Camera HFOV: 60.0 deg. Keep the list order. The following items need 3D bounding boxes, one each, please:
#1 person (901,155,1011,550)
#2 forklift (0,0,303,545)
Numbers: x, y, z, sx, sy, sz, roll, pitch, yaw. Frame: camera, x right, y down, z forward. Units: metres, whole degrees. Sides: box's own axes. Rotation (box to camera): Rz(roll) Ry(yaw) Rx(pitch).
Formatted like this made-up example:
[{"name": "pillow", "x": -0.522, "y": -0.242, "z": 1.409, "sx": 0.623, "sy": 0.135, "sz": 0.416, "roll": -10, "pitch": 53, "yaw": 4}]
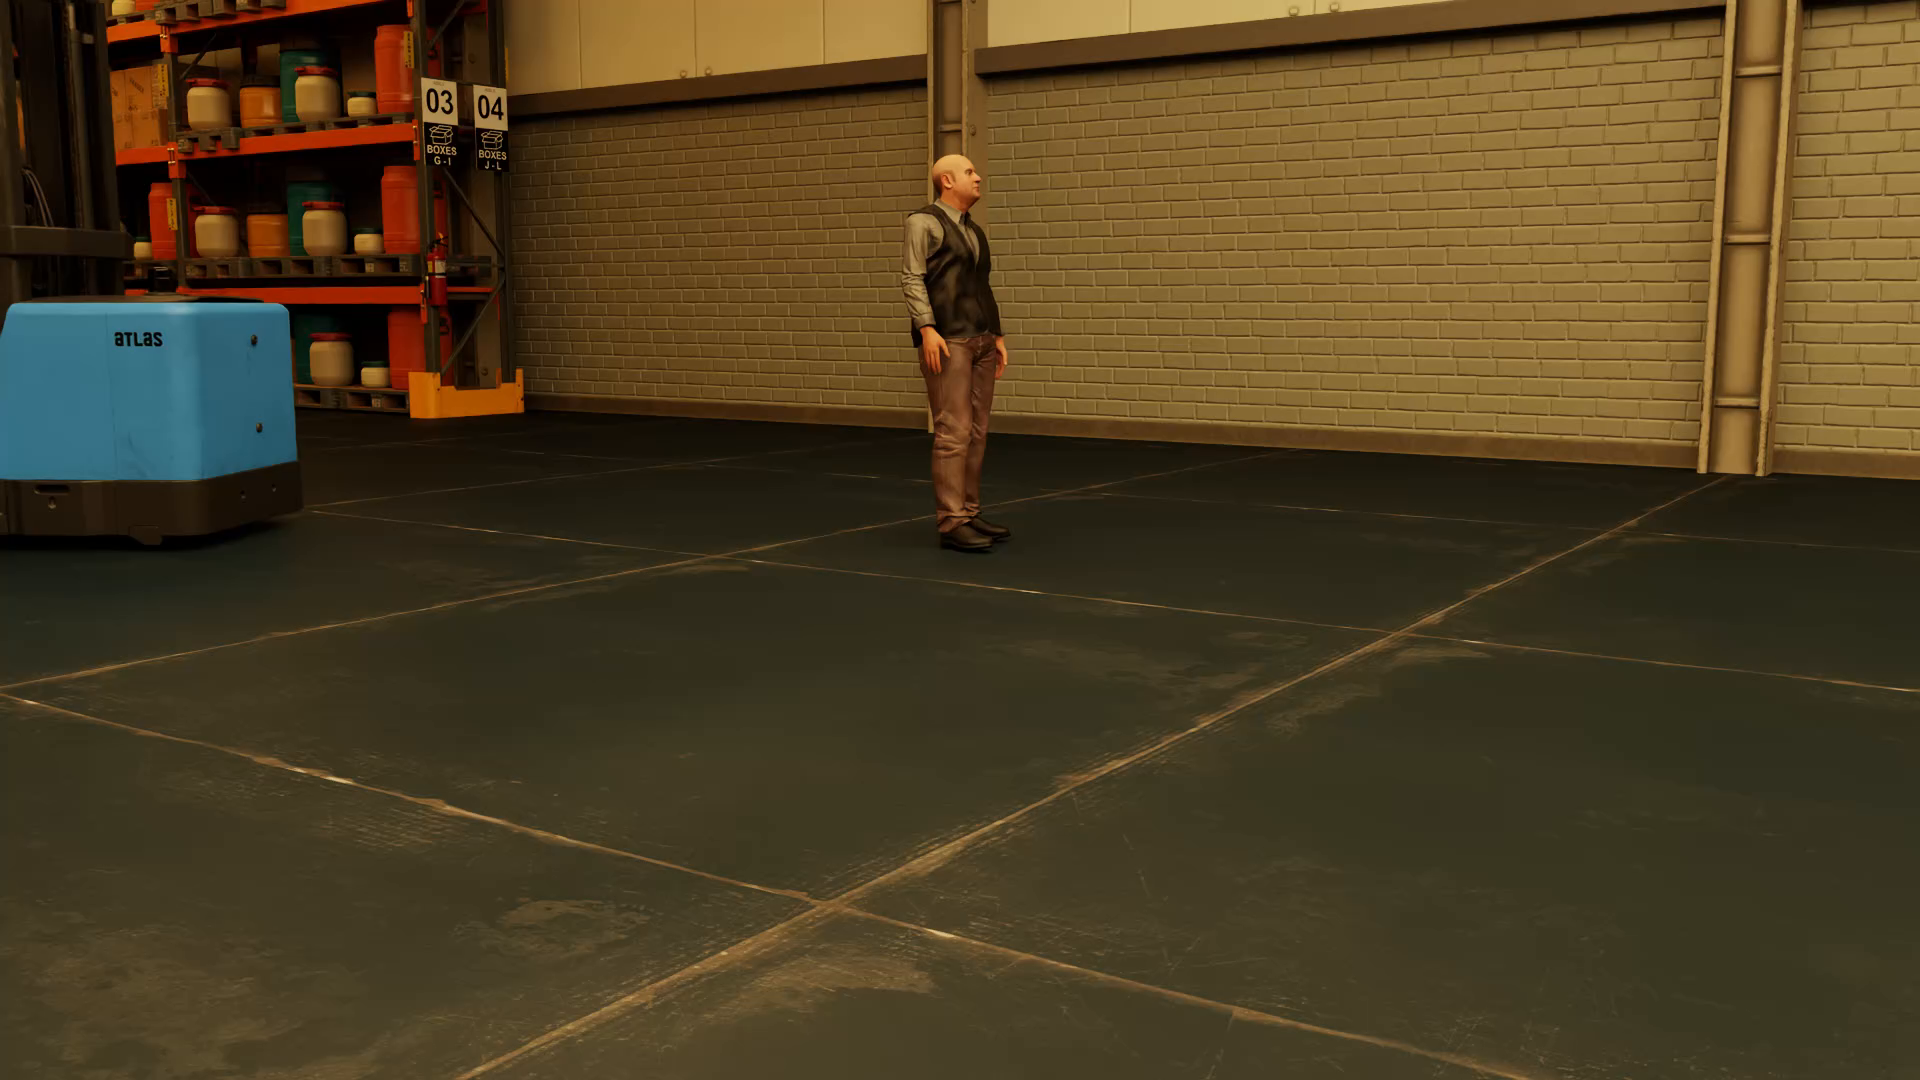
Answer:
[{"name": "person", "x": 0.047, "y": -0.854, "z": 7.440, "sx": 0.568, "sy": 1.720, "sz": 0.632, "roll": 5, "pitch": 10, "yaw": 34}, {"name": "forklift", "x": -4.762, "y": -1.483, "z": 7.625, "sx": 3.031, "sy": 2.935, "sz": 1.130, "roll": 1, "pitch": 8, "yaw": 4}]
